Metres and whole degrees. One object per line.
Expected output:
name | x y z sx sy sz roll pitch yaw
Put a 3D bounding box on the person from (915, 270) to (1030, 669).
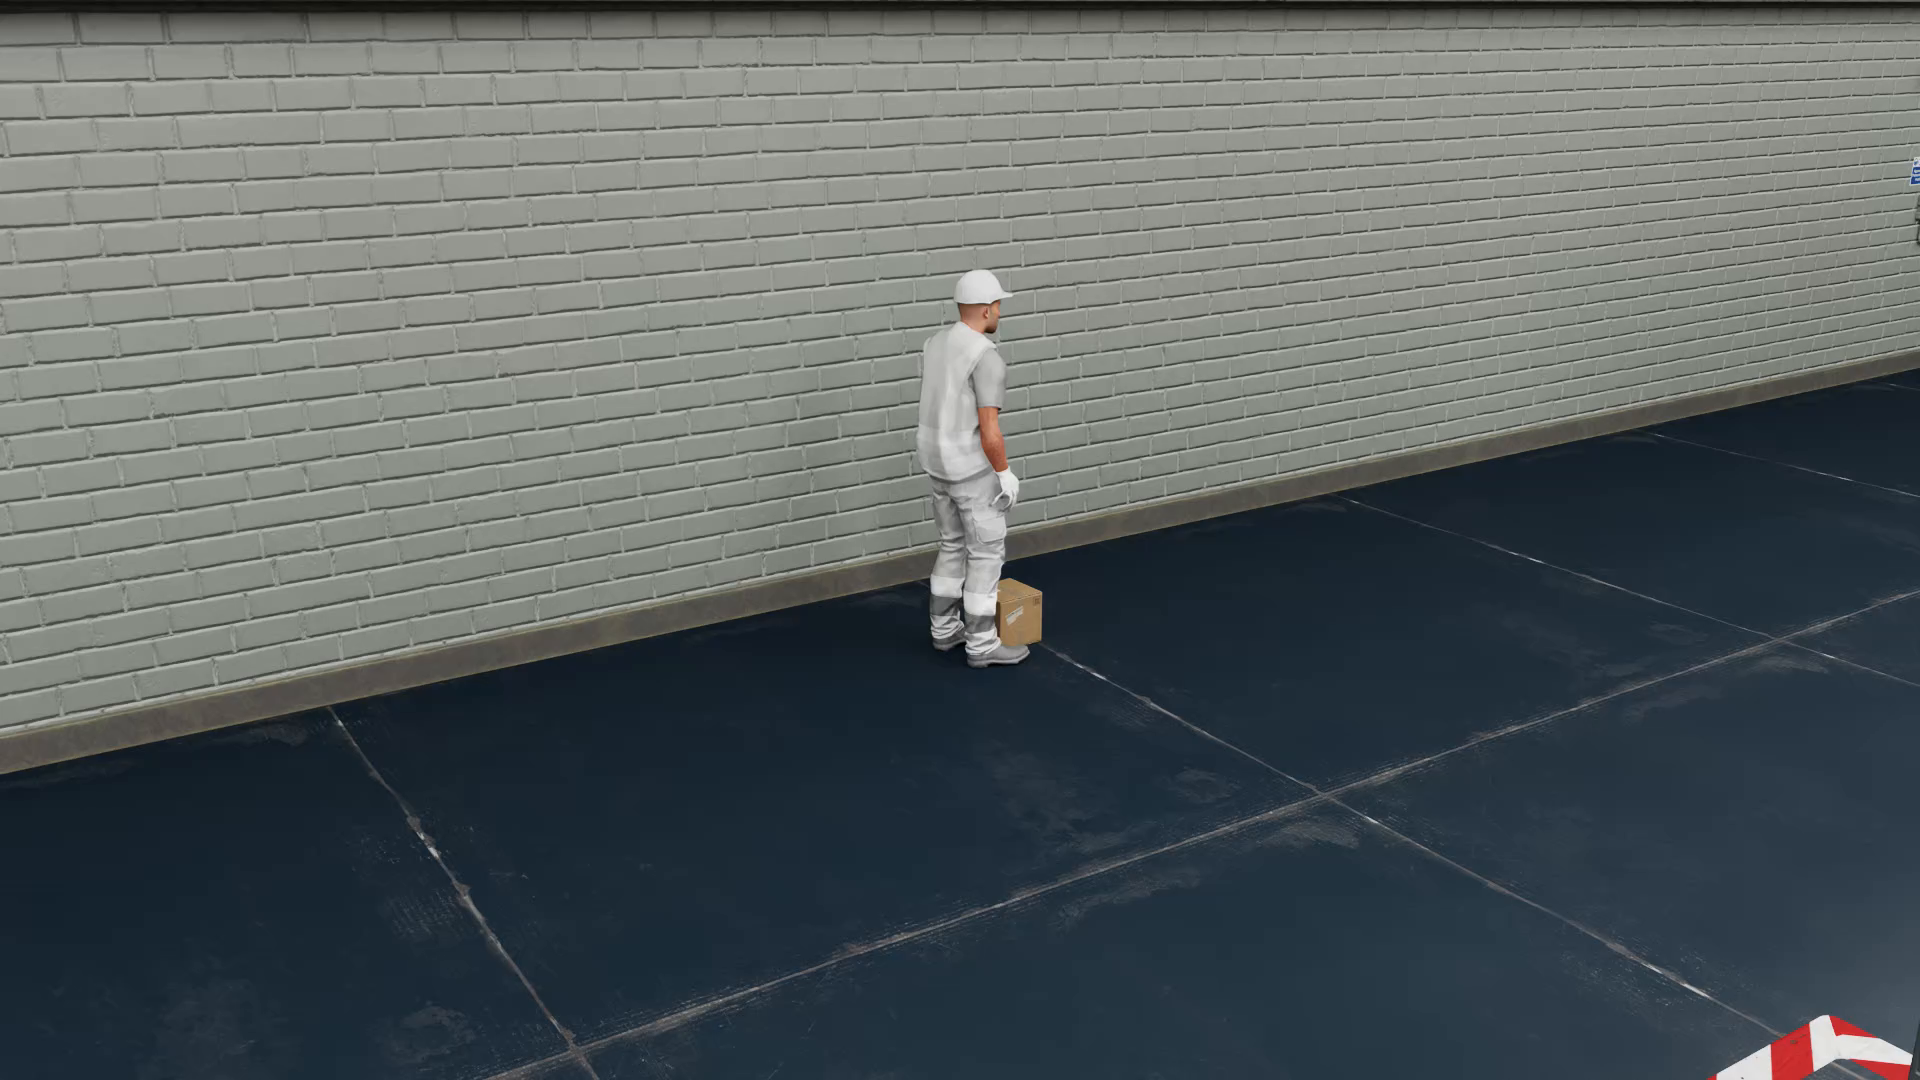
person | 0.046 -0.325 7.534 0.448 1.780 0.609 -11 21 -31
